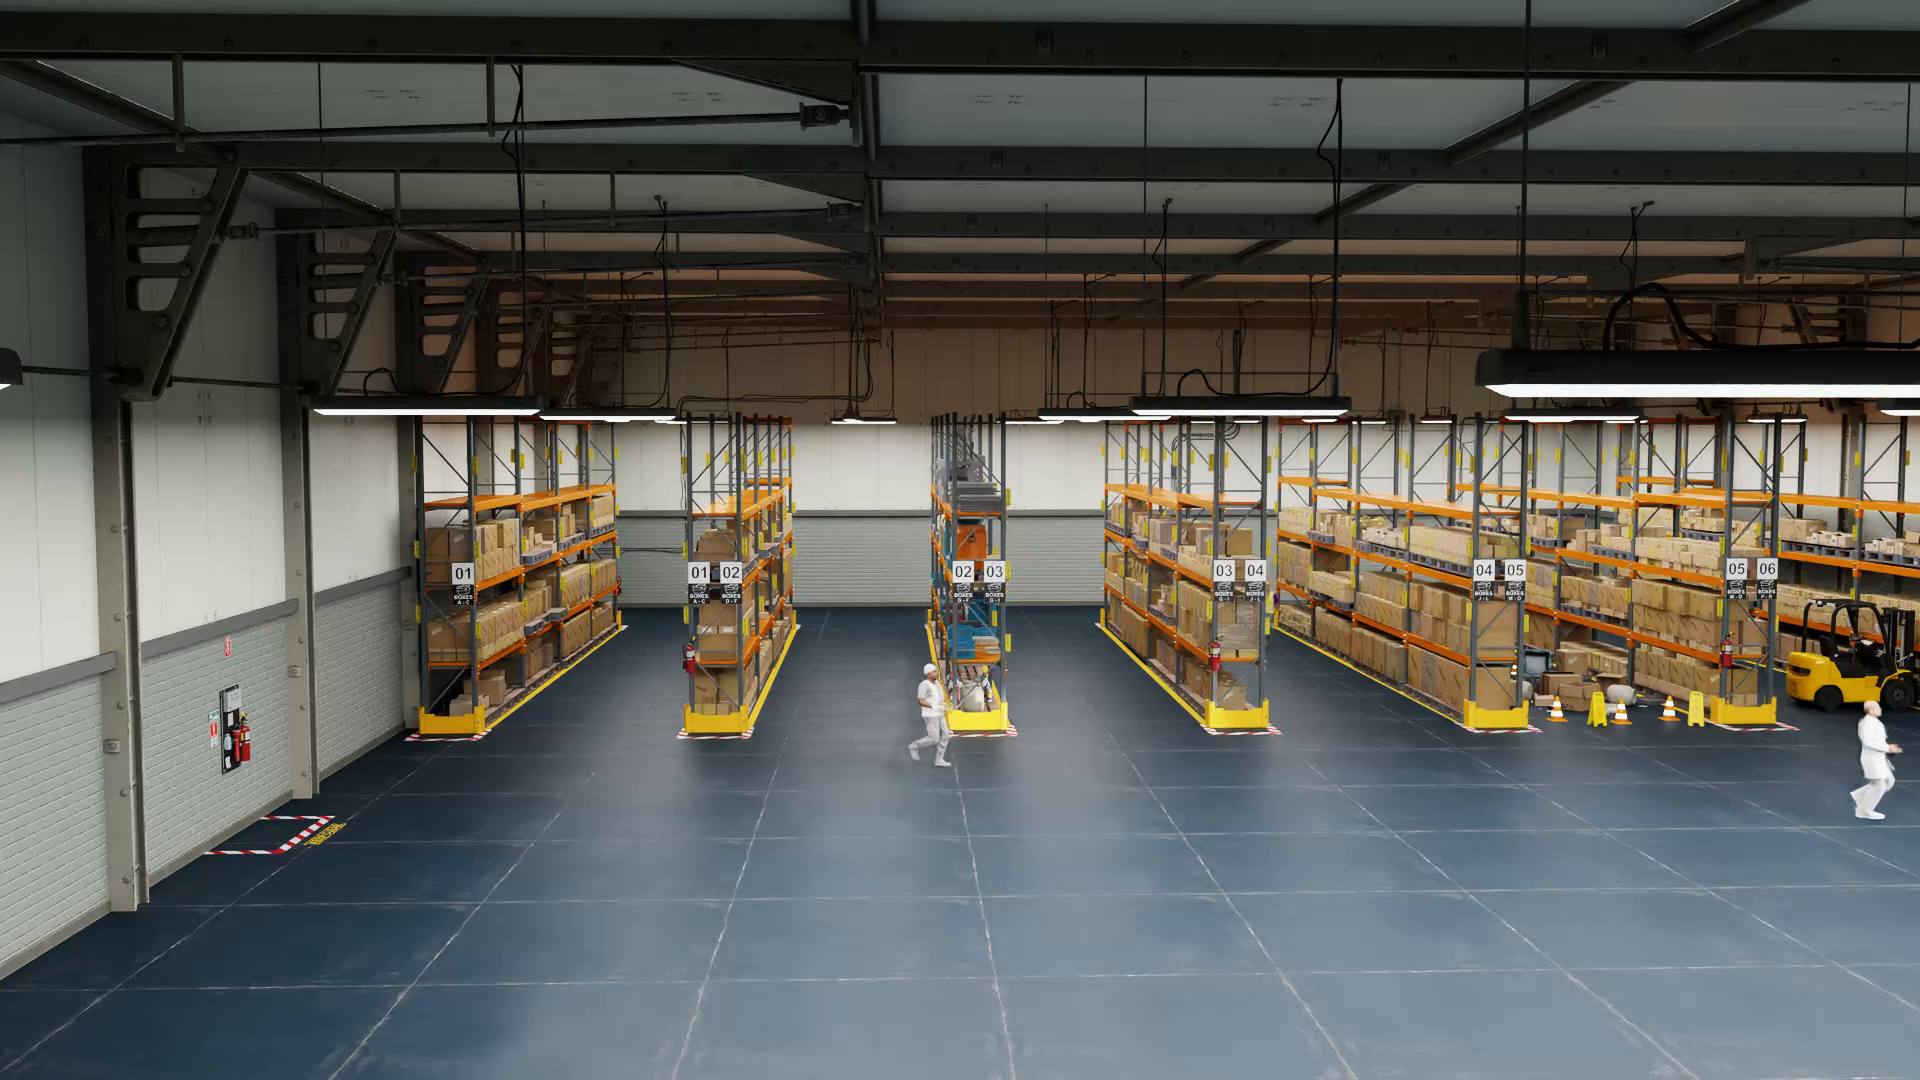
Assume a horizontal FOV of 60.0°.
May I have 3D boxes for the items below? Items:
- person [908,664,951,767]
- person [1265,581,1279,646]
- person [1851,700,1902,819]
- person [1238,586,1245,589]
[{"bbox_3d":[-0.475,2.947,28.005,0.721,1.740,0.689,2,4,24],"label":"person"},{"bbox_3d":[7.969,1.917,43.253,0.700,1.720,0.595,0,4,0],"label":"person"},{"bbox_3d":[13.348,3.200,24.215,0.649,1.730,0.683,2,5,32],"label":"person"},{"bbox_3d":[7.807,1.669,47.403,0.749,1.661,0.577,1,4,12],"label":"person"}]
